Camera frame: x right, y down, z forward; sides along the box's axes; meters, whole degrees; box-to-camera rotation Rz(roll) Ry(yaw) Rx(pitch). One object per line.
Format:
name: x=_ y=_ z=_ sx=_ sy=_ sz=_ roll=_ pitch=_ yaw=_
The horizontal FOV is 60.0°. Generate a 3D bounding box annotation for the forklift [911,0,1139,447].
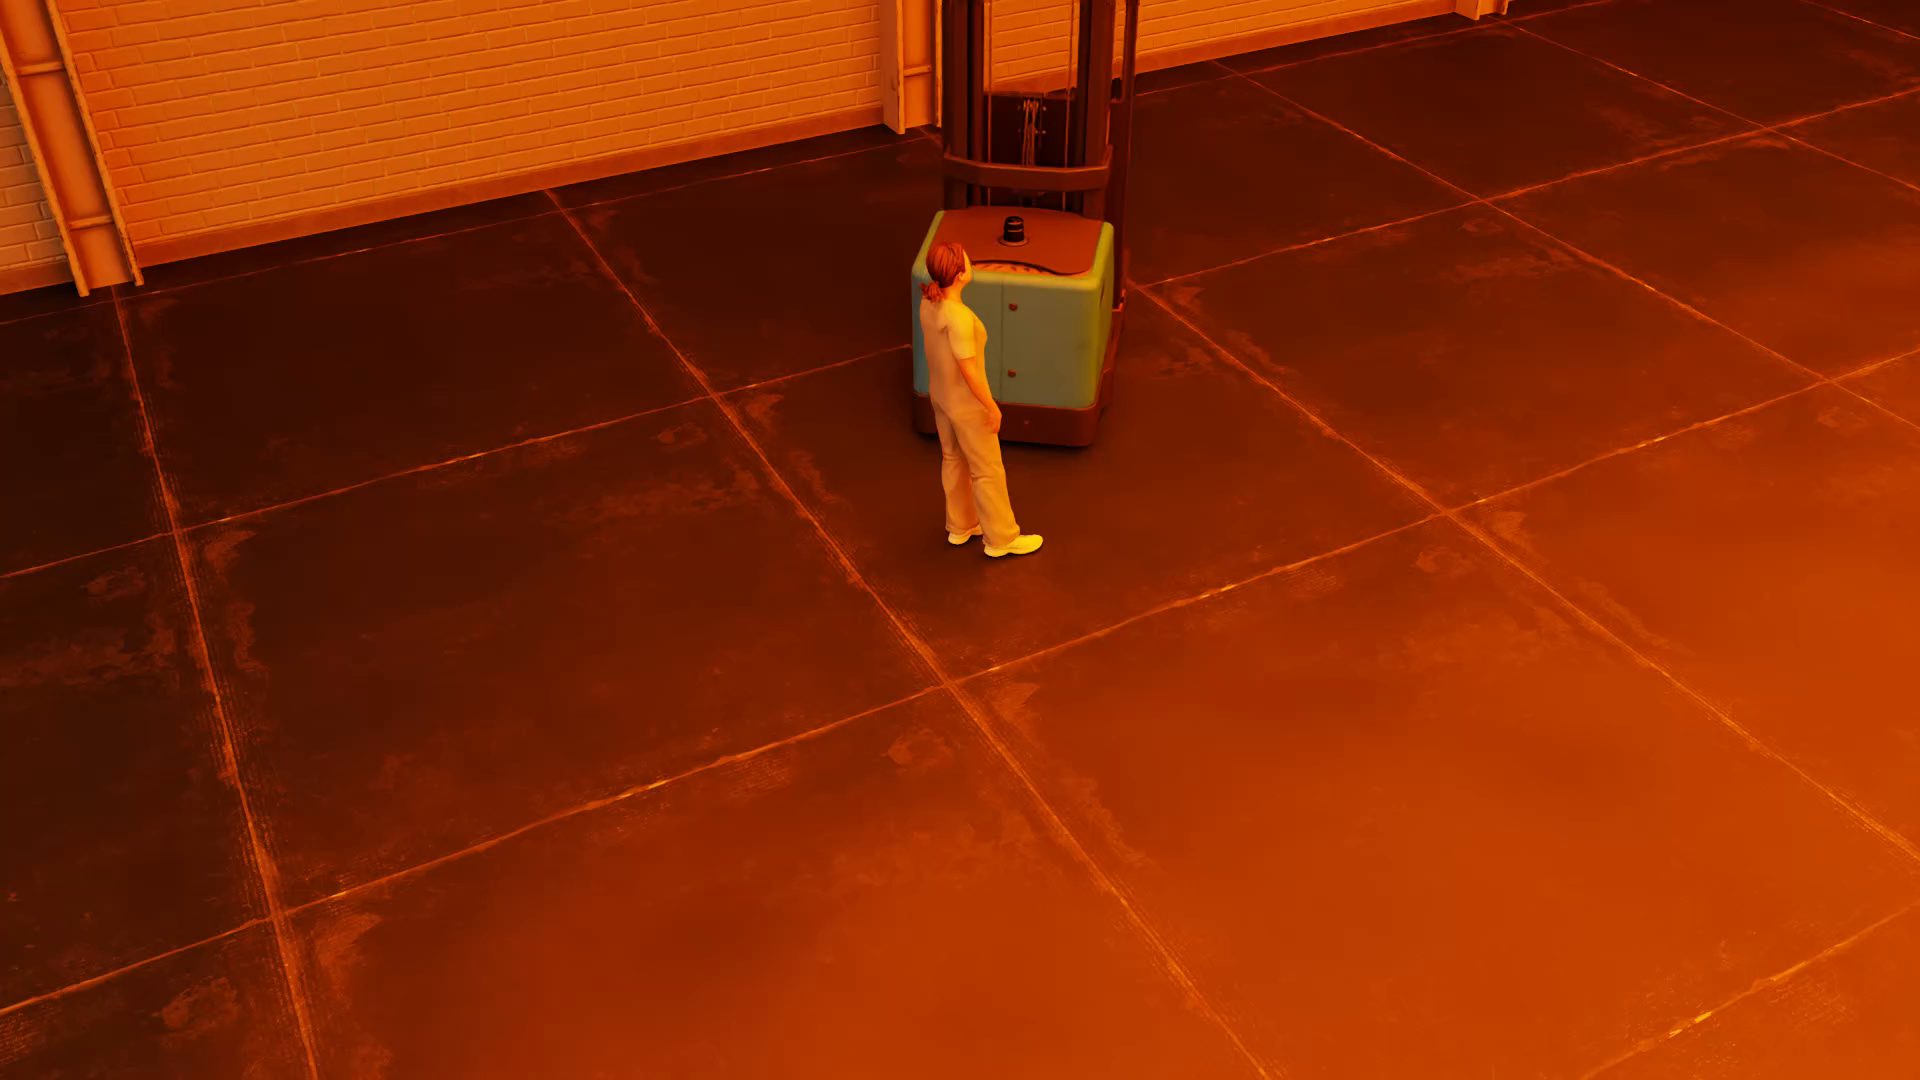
forklift: x=0.483 y=-2.560 z=9.745 sx=1.130 sy=2.935 sz=3.031 roll=6 pitch=36 yaw=8

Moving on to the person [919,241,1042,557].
person: x=0.072 y=-0.703 z=8.193 sx=0.548 sy=1.674 sz=0.549 roll=-17 pitch=39 yaw=-23
